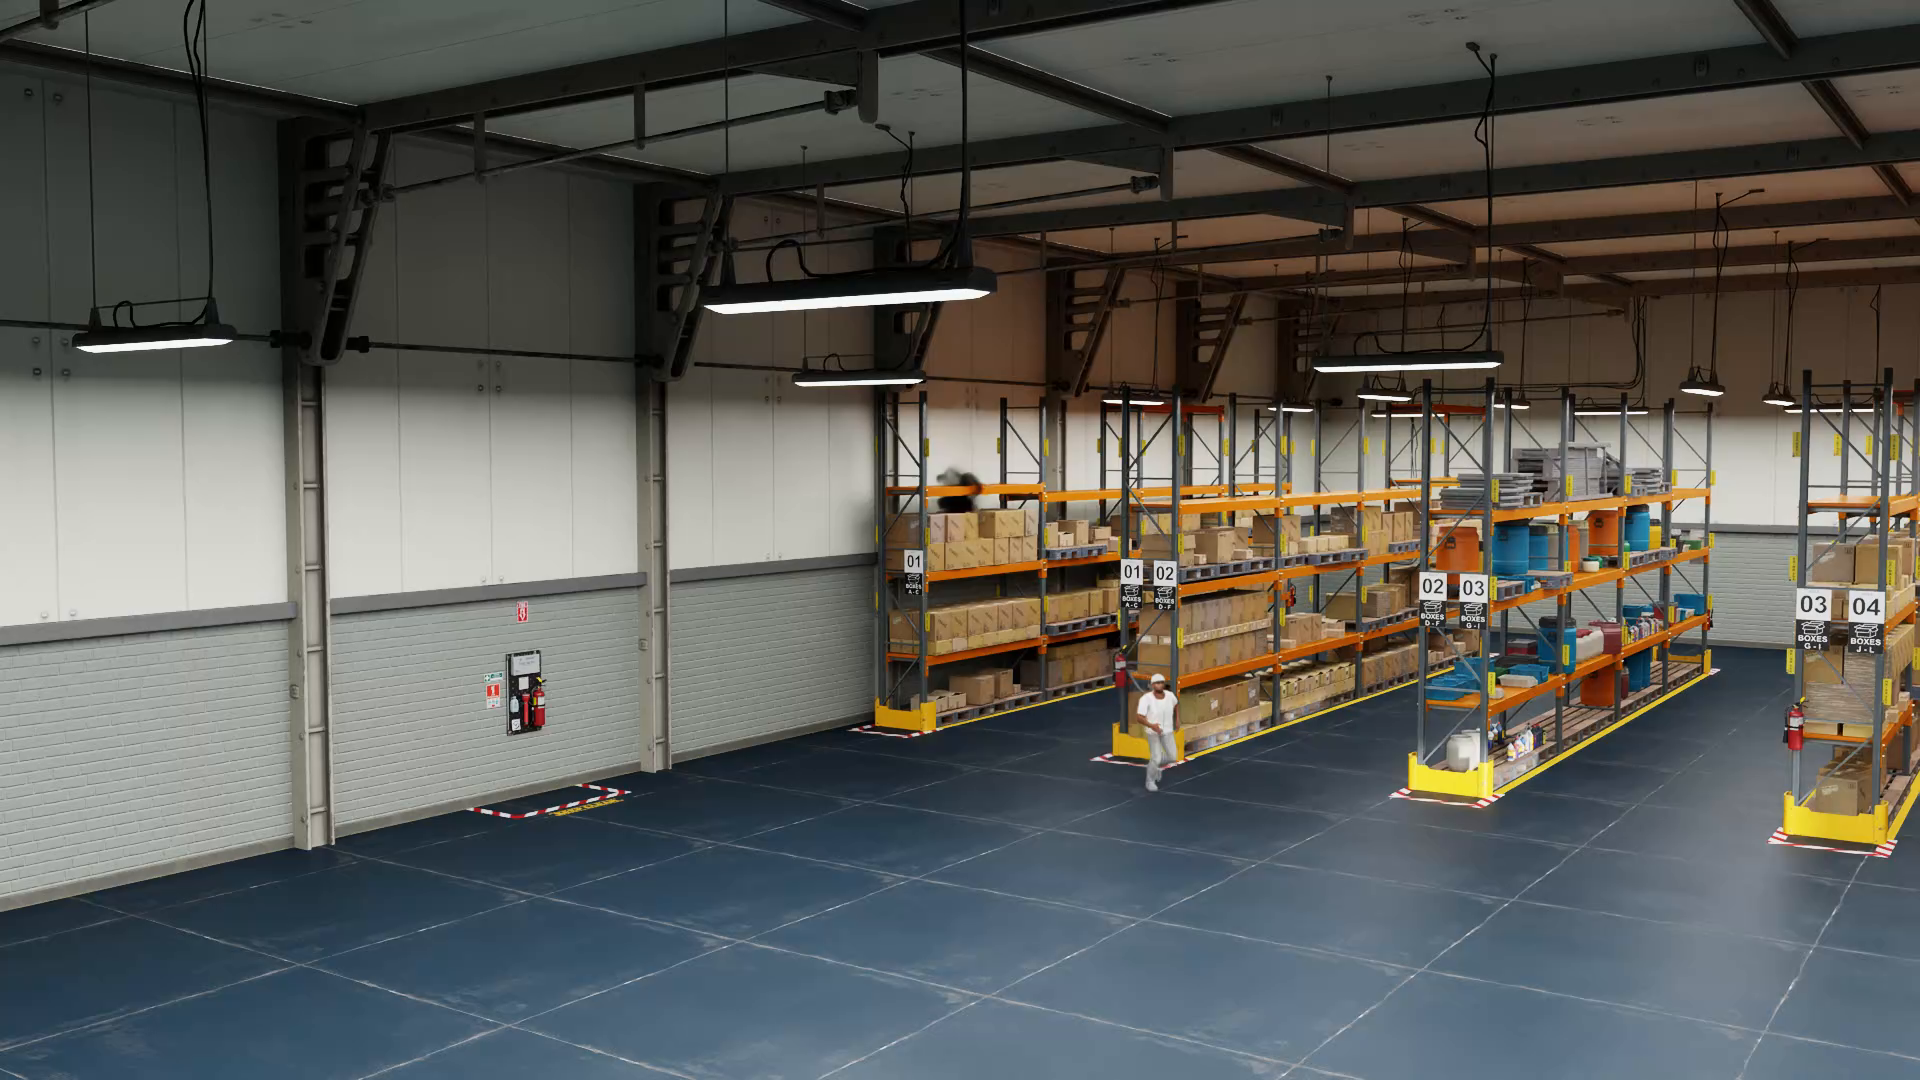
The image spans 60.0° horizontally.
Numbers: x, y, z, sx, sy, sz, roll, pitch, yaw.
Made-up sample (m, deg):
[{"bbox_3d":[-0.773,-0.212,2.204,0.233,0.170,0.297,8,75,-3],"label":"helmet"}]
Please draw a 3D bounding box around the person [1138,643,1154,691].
[{"bbox_3d":[3.800,2.345,32.401,0.734,1.745,0.709,2,4,28],"label":"person"}]

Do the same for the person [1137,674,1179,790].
[{"bbox_3d":[2.930,2.800,24.179,0.739,1.720,0.647,-1,3,-18],"label":"person"}]
